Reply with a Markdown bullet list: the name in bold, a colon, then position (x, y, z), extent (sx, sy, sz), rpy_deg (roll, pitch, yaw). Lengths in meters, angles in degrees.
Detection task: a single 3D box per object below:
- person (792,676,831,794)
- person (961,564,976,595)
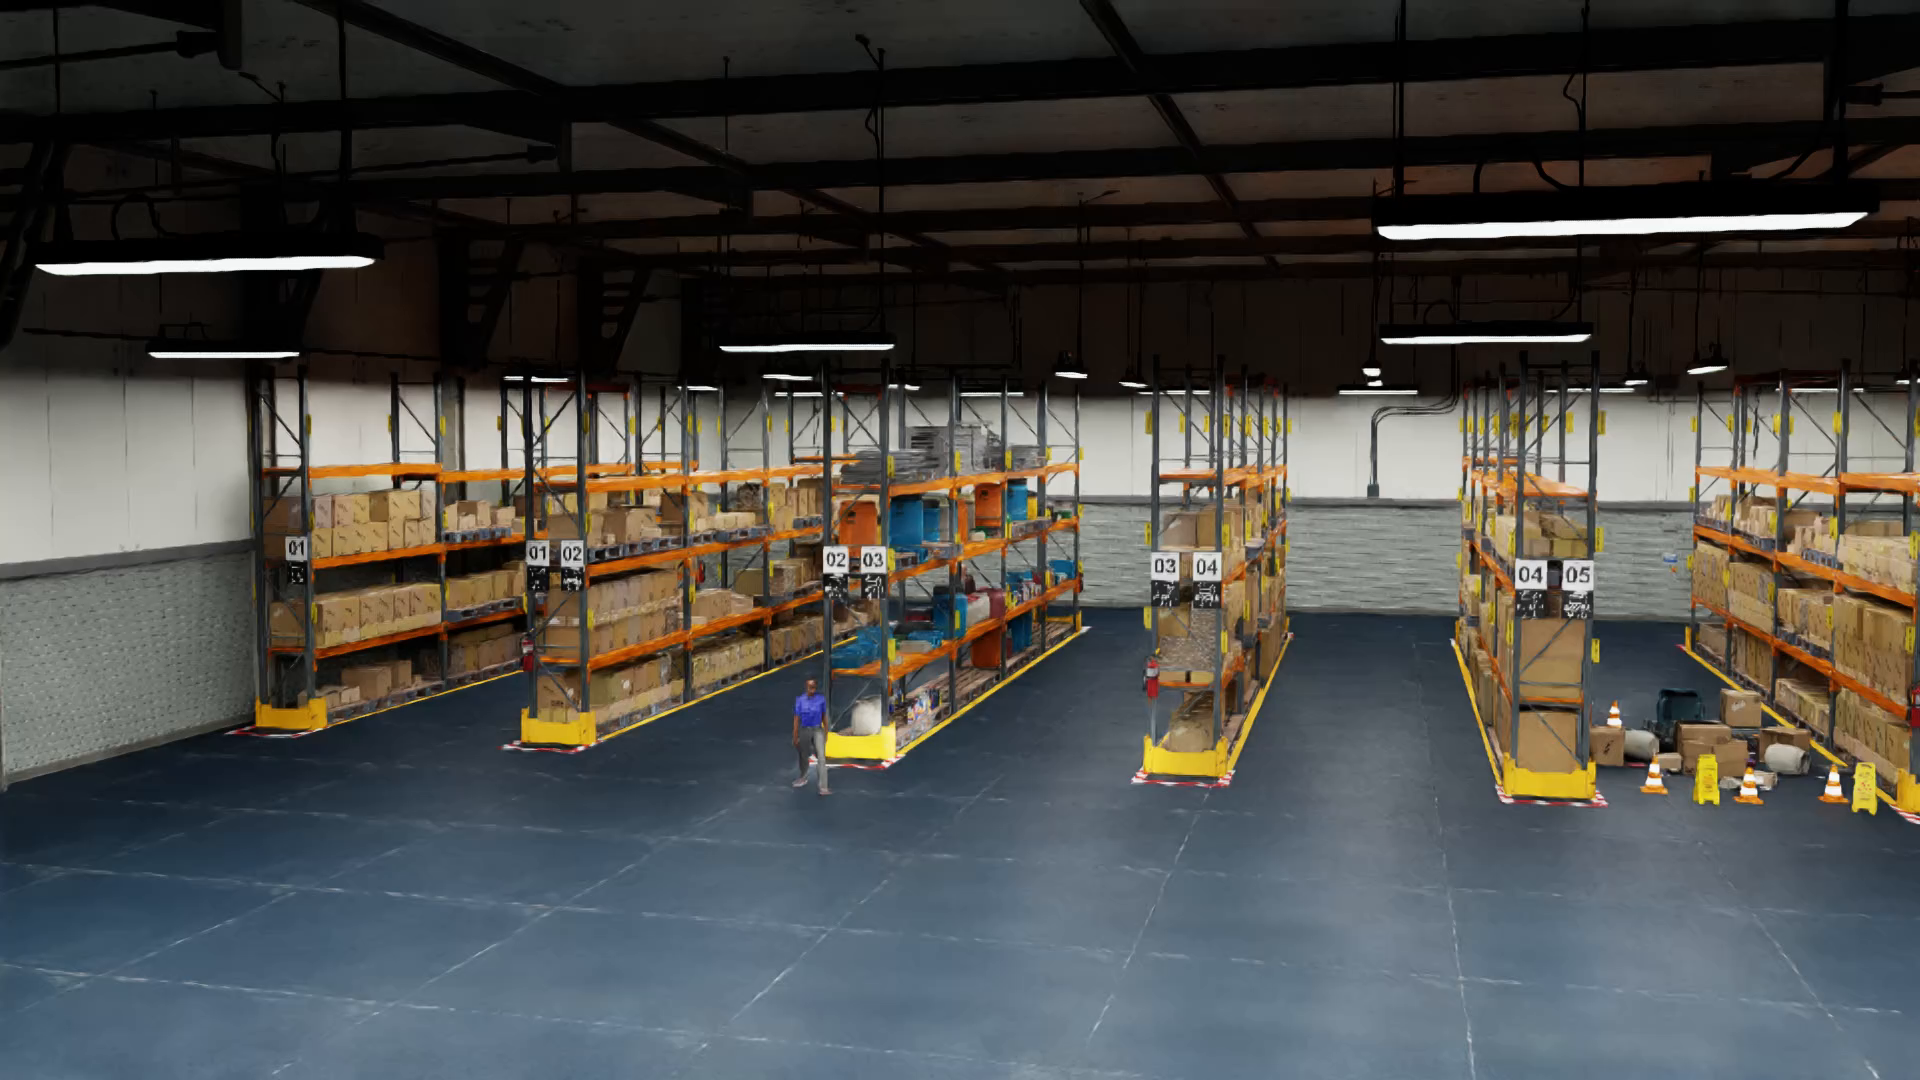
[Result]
- **person**: position (-2.034, 2.638, 22.695), extent (0.494, 1.605, 0.936), rpy_deg (-1, 4, -8)
- **person**: position (0.076, 1.404, 39.605), extent (0.598, 1.698, 1.193), rpy_deg (1, 4, 17)
